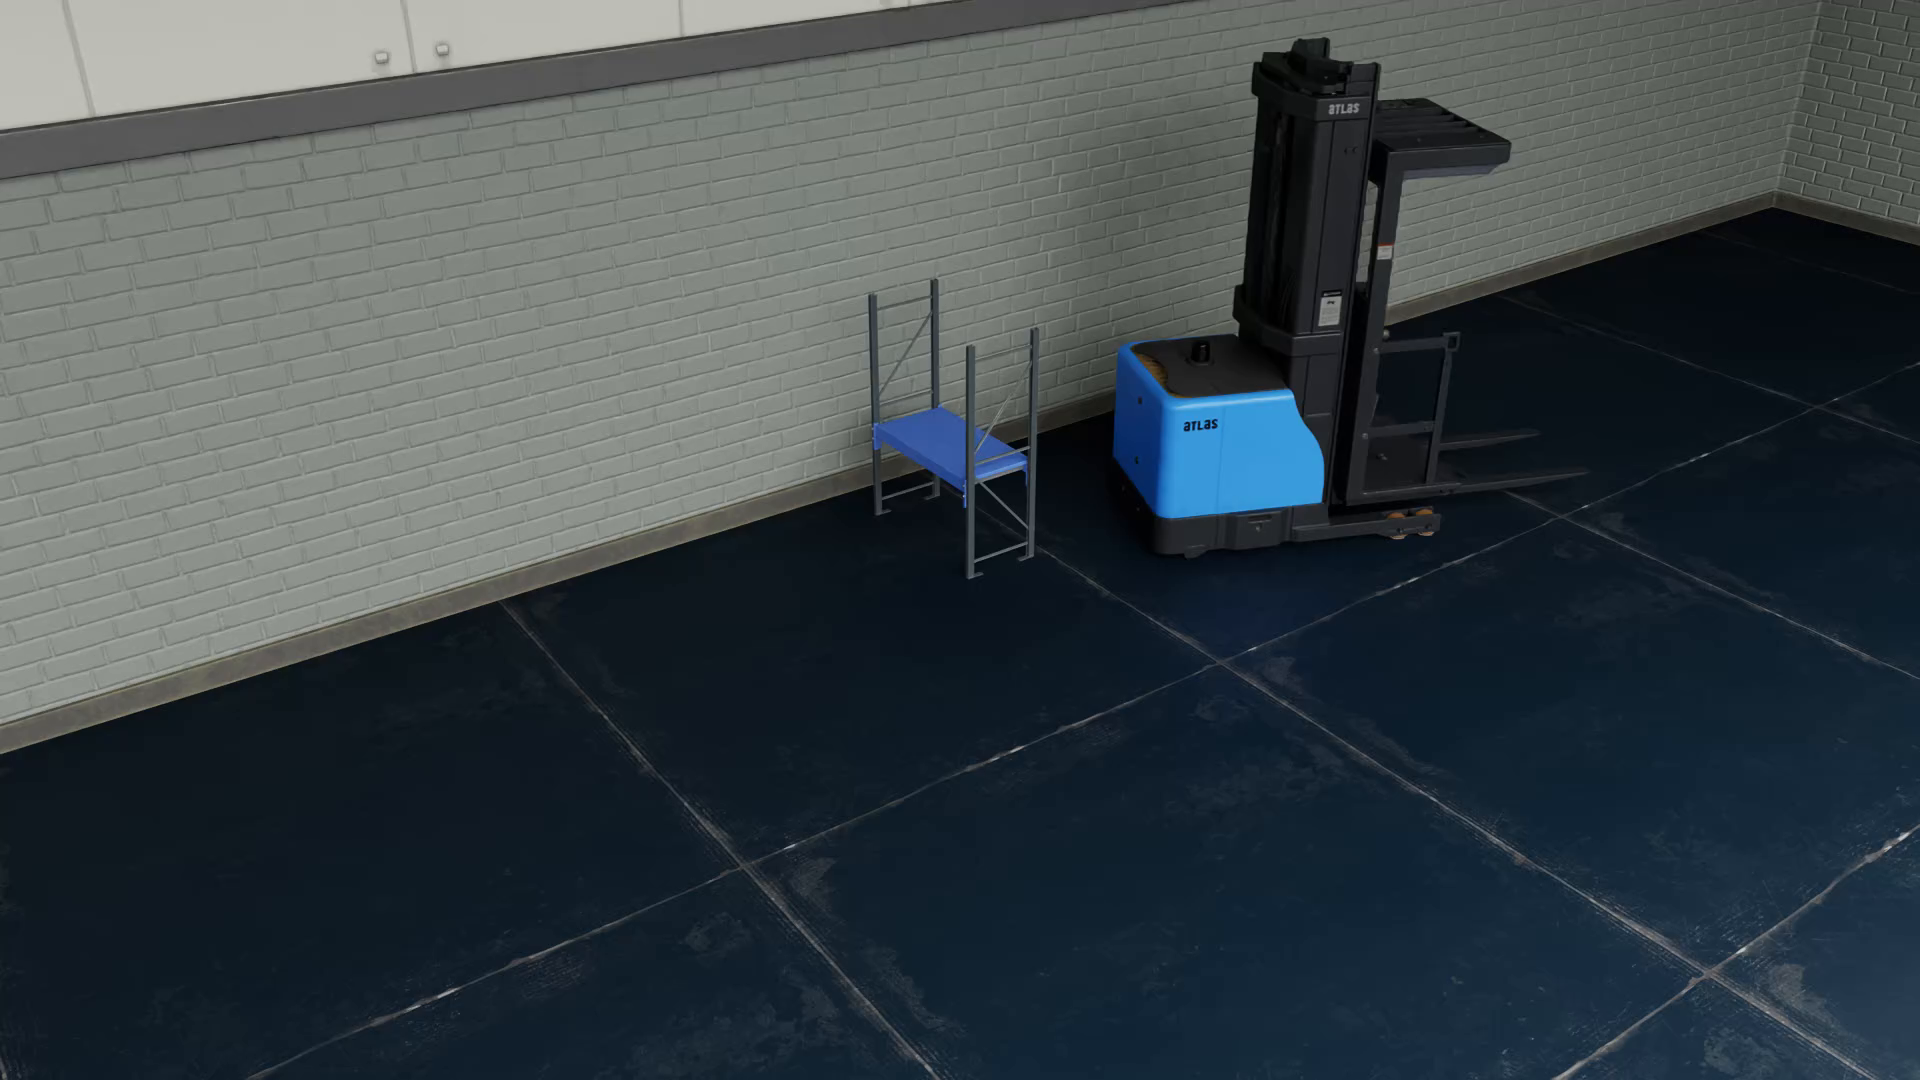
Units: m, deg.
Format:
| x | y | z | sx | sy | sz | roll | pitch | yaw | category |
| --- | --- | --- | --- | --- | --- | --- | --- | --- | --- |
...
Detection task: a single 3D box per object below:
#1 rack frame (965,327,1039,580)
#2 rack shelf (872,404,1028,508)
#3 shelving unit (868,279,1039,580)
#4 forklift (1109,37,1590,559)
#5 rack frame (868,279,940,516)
| x | y | z | sx | sy | sz | roll | pitch | yaw | category |
| --- | --- | --- | --- | --- | --- | --- | --- | --- | --- |
| 0.245 | -0.495 | 9.816 | 0.500 | 1.500 | 0.032 | -19 | 34 | -31 | rack frame |
| -0.049 | -0.534 | 10.266 | 0.538 | 0.185 | 1.000 | -19 | 34 | -31 | rack shelf |
| -0.049 | -0.692 | 10.180 | 0.538 | 1.500 | 1.048 | -19 | 34 | -31 | shelving unit |
| 2.555 | -1.531 | 10.225 | 3.031 | 2.935 | 1.130 | -6 | 29 | -11 | forklift |
| -0.344 | -0.890 | 10.544 | 0.500 | 1.500 | 0.032 | -19 | 34 | -31 | rack frame |
